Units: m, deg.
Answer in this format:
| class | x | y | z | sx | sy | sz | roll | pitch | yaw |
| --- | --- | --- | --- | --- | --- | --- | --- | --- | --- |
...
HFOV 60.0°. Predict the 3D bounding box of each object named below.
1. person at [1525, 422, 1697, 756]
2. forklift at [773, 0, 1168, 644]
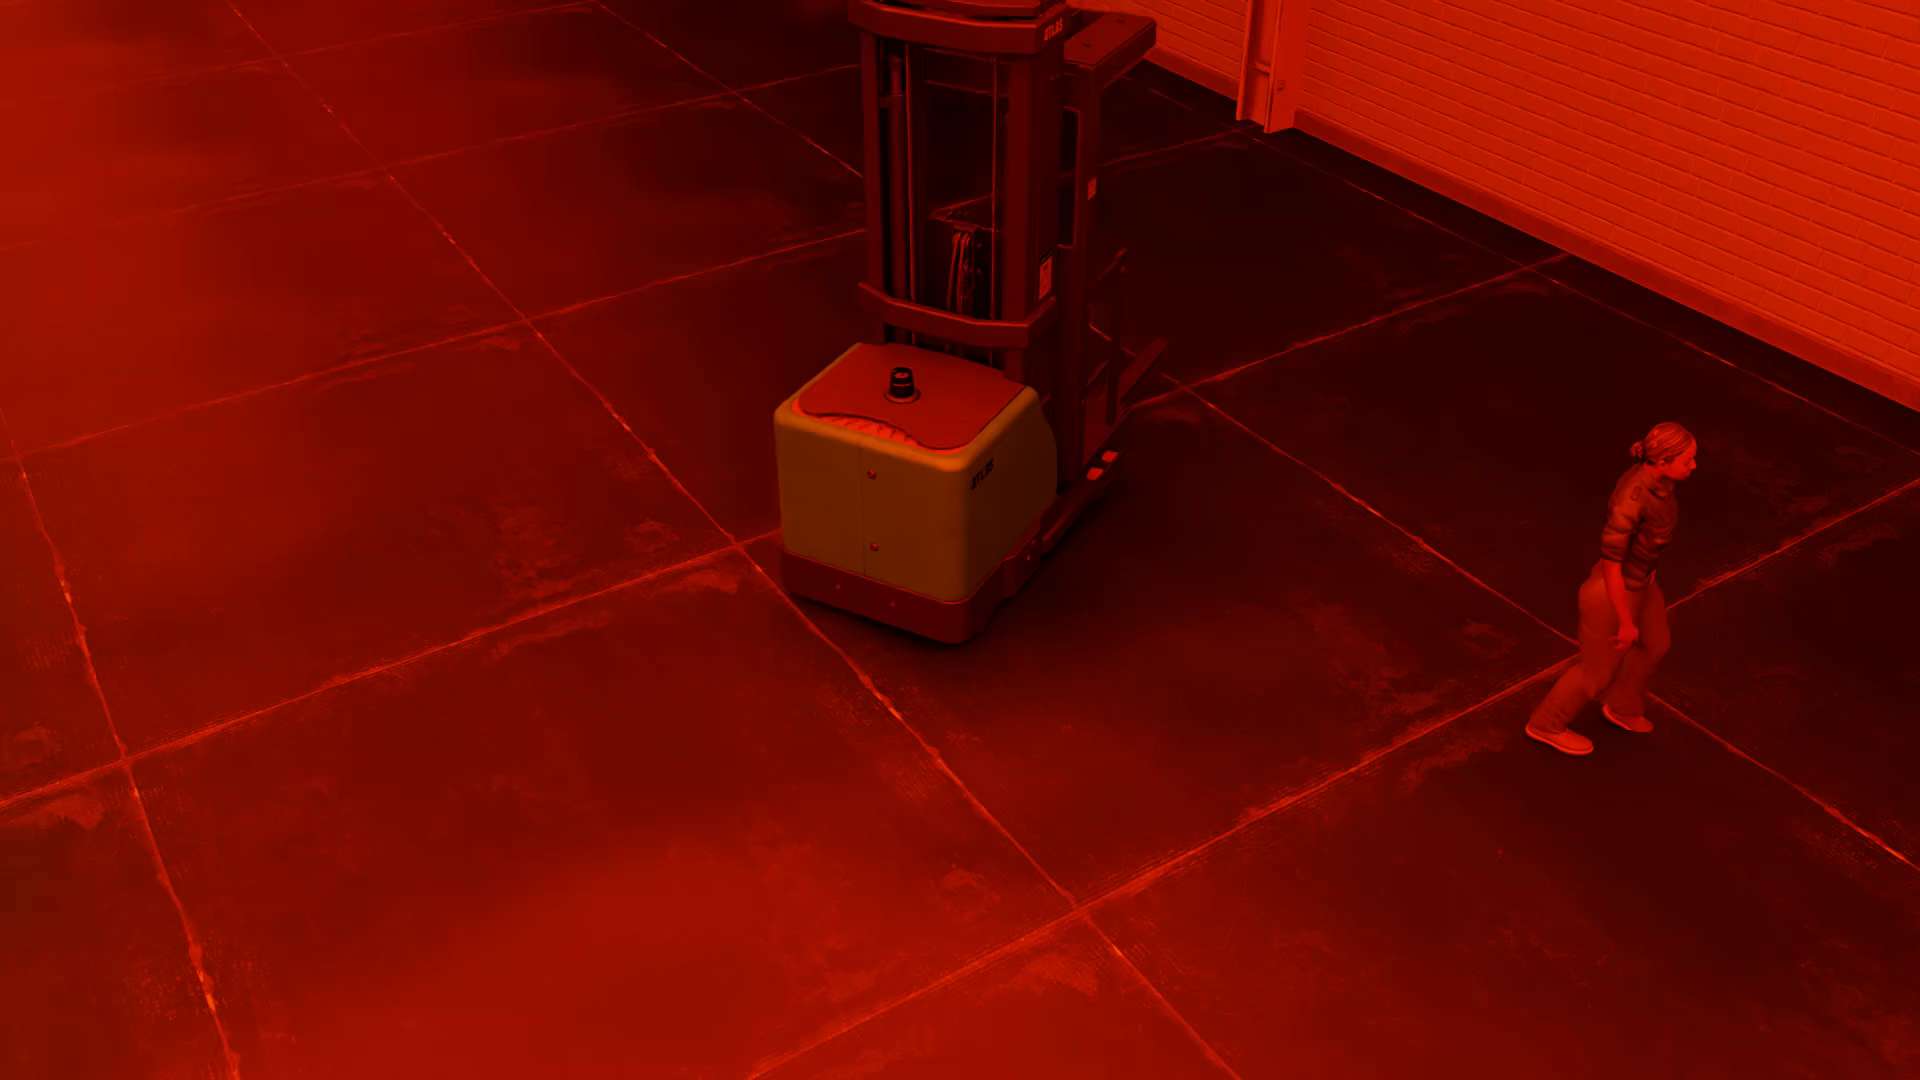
| class | x | y | z | sx | sy | sz | roll | pitch | yaw |
| --- | --- | --- | --- | --- | --- | --- | --- | --- | --- |
| person | 2.813 | 0.250 | 6.976 | 0.529 | 1.704 | 0.563 | 19 | 39 | 25 |
| forklift | 0.252 | -1.537 | 8.335 | 1.130 | 2.935 | 3.031 | 17 | 38 | 23 |
